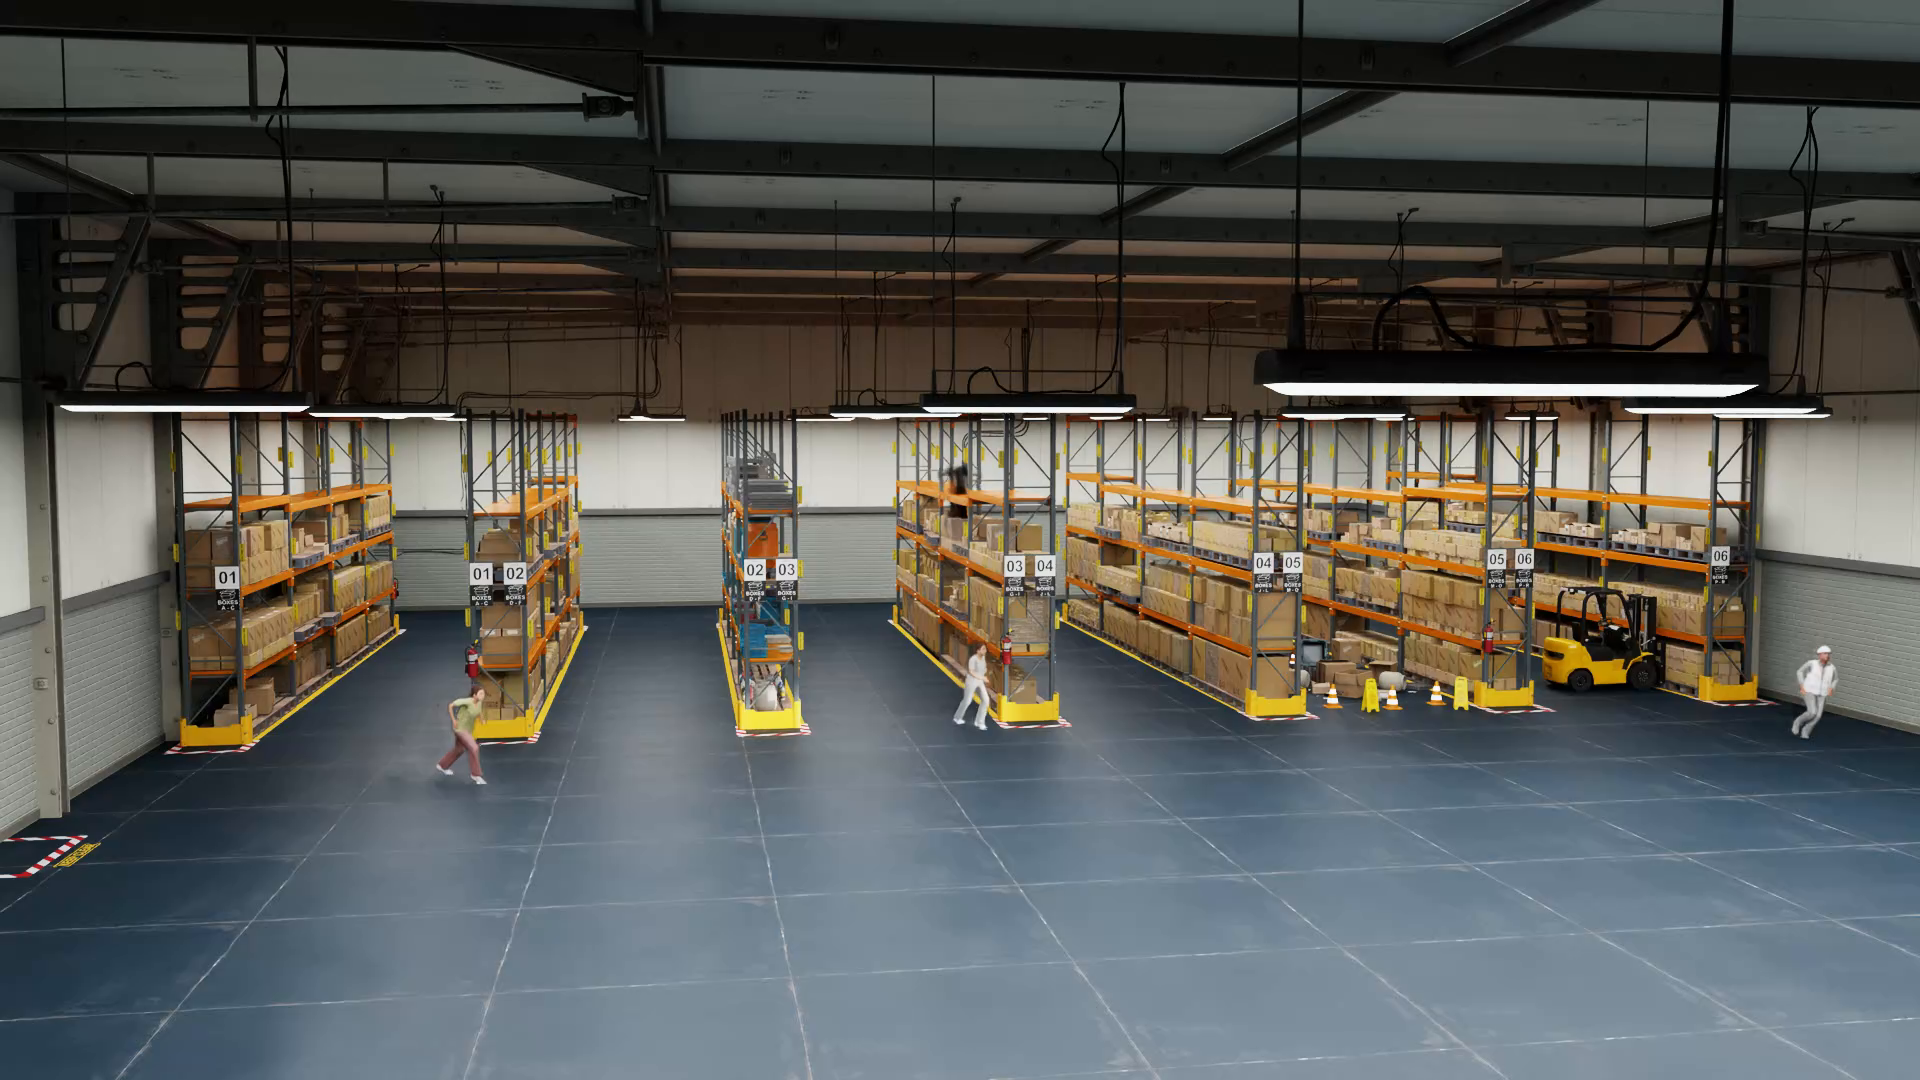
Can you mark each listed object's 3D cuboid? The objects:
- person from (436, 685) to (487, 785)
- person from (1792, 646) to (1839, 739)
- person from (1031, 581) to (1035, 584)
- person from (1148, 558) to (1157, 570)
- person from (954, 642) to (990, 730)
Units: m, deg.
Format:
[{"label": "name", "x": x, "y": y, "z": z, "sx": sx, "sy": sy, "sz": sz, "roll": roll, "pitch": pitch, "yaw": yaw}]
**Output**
[{"label": "person", "x": -7.982, "y": 3.099, "z": 26.546, "sx": 0.969, "sy": 1.628, "sz": 0.620, "roll": 2, "pitch": 4, "yaw": 25}, {"label": "person", "x": 15.536, "y": 2.768, "z": 30.119, "sx": 0.715, "sy": 1.712, "sz": 0.543, "roll": 0, "pitch": 4, "yaw": 0}, {"label": "person", "x": 1.976, "y": 1.572, "z": 48.674, "sx": 0.588, "sy": 1.540, "sz": 0.497, "roll": 2, "pitch": 4, "yaw": 24}, {"label": "person", "x": 5.811, "y": 1.372, "z": 50.062, "sx": 0.871, "sy": 1.677, "sz": 0.585, "roll": -1, "pitch": 4, "yaw": -10}, {"label": "person", "x": 0.259, "y": 2.738, "z": 31.318, "sx": 0.553, "sy": 1.662, "sz": 0.852, "roll": -4, "pitch": 6, "yaw": -44}]
